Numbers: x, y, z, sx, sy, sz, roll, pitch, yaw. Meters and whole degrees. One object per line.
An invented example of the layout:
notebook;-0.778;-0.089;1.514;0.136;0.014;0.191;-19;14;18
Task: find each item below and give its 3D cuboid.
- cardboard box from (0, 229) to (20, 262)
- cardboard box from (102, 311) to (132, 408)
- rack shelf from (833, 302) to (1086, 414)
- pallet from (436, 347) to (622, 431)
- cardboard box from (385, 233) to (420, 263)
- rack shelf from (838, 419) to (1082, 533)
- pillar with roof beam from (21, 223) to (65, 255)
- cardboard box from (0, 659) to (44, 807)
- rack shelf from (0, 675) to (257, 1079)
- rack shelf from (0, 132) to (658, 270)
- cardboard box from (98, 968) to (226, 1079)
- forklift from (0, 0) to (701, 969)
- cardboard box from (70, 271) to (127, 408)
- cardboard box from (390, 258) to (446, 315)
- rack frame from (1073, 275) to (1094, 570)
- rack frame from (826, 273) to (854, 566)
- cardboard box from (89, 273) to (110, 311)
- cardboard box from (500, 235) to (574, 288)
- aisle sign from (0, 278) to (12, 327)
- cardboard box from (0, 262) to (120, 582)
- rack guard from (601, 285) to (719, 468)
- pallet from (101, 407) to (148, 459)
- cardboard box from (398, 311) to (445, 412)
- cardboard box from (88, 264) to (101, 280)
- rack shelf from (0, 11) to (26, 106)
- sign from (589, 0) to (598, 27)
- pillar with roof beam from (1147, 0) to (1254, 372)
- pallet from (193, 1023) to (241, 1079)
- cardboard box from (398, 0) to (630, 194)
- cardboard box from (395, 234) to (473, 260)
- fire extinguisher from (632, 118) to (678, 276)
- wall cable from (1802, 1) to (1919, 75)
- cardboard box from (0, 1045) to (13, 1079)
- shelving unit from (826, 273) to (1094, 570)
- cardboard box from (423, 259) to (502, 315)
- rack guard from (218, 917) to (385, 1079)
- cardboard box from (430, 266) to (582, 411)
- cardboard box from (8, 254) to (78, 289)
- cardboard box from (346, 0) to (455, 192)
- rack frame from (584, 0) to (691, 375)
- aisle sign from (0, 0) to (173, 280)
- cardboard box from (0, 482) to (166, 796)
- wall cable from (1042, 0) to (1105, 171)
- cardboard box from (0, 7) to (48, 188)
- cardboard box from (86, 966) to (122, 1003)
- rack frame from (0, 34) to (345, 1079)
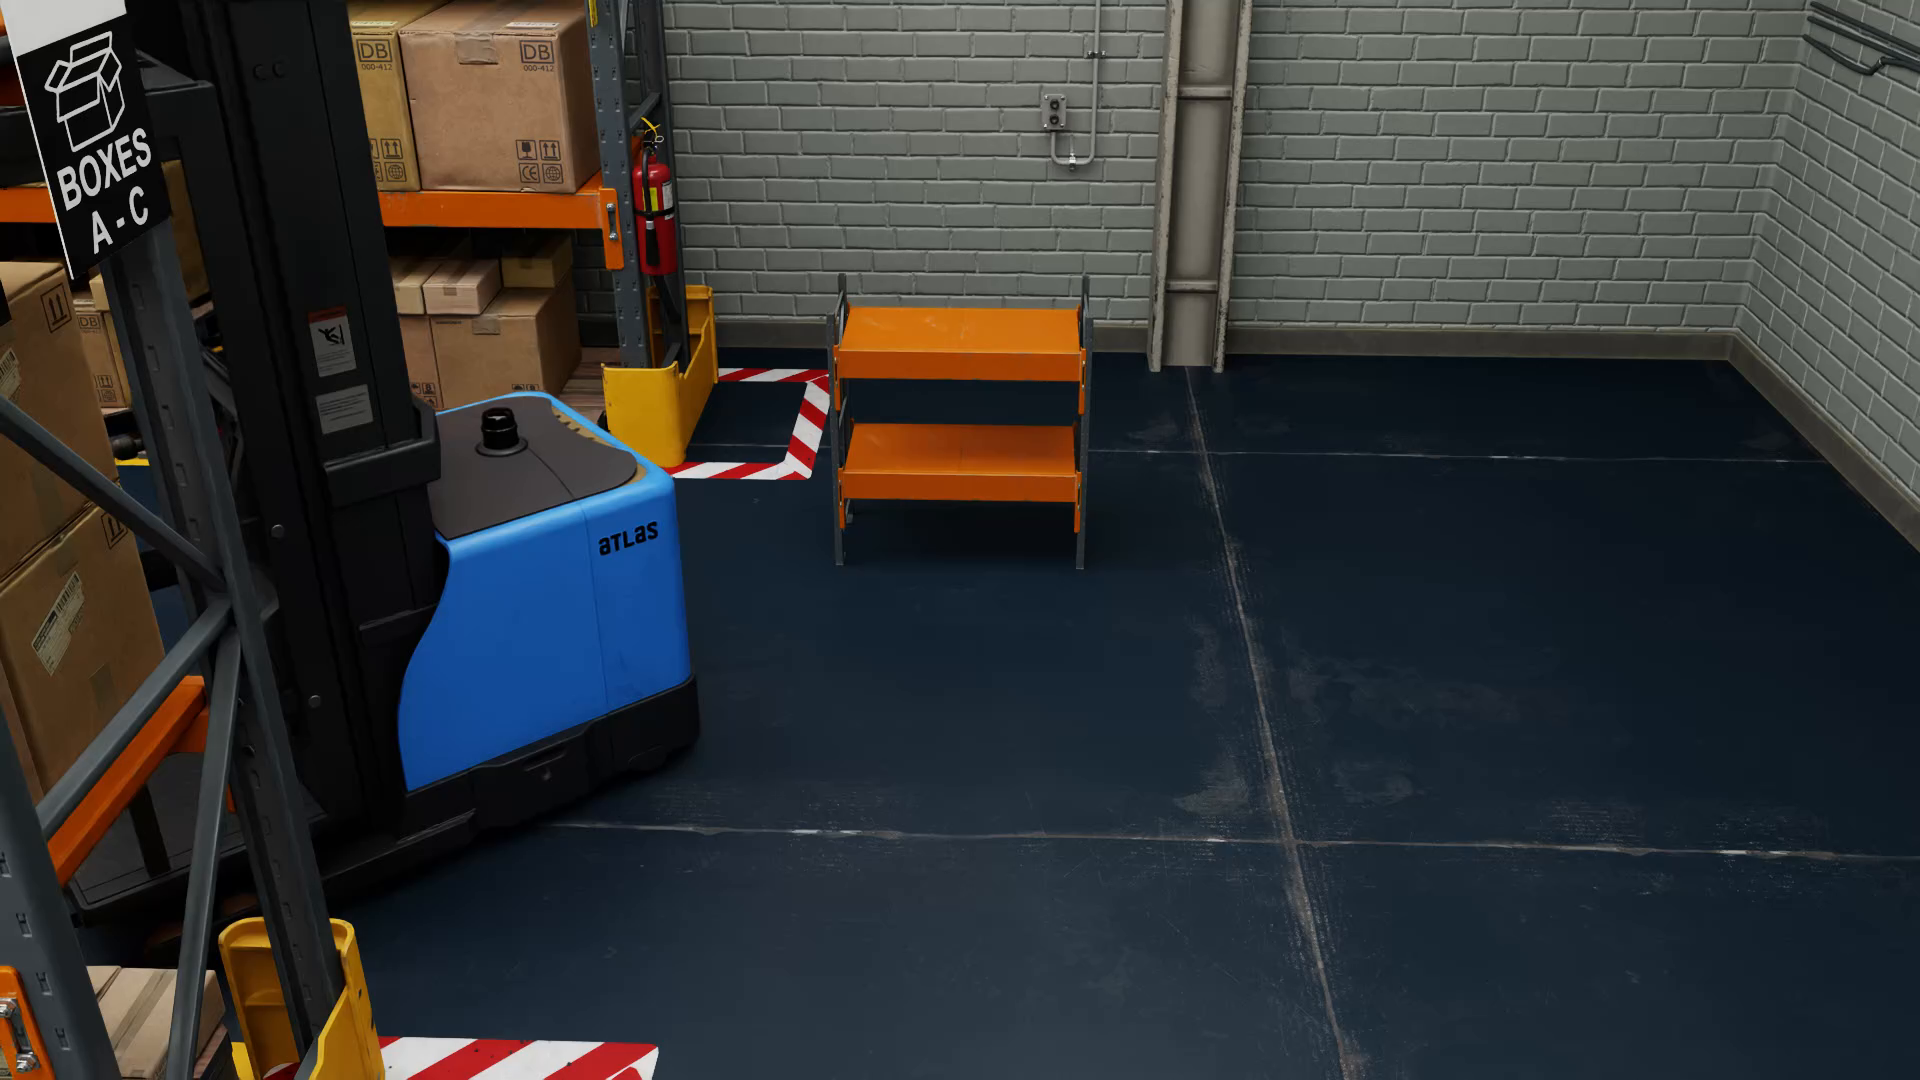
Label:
cardboard box;-4.892;-1.412;8.239;0.250;0.149;0.380;1;28;1
cardboard box;-3.739;-1.011;8.175;0.500;0.500;0.700;2;28;3
rack shelf;0.007;-0.755;6.849;1.000;0.278;0.538;1;28;2
pallet;-2.302;-0.688;8.322;1.213;0.211;1.003;1;28;2
cardboard box;-2.828;-1.380;8.178;0.250;0.149;0.380;1;28;2
rack shelf;0.007;-0.281;7.101;1.000;0.278;0.538;1;28;2
pillar with roof beam;-4.920;-3.038;3.374;0.400;9.000;9.100;1;28;2
cardboard box;-2.129;0.451;3.089;0.500;0.500;0.500;2;28;3
rack shelf;-3.670;0.660;3.570;4.000;0.370;1.077;1;28;2
rack shelf;-3.499;-1.659;7.944;4.000;0.370;1.077;1;28;2
cardboard box;-2.078;1.273;4.220;0.250;0.149;0.380;1;28;2
forklift;-2.374;-0.296;4.679;3.031;2.935;1.130;-21;34;-34
cardboard box;-4.252;-1.020;8.193;0.500;0.500;0.700;1;28;1
cardboard box;-2.594;-1.197;7.832;0.250;0.149;0.380;2;28;3
rack frame;0.515;-0.488;6.970;0.032;1.125;0.500;1;28;2
rack frame;-0.501;-0.505;7.002;0.032;1.125;0.500;1;28;2
cardboard box;-3.897;-1.217;7.871;0.250;0.149;0.380;0;28;0
cardboard box;-2.071;-1.367;8.155;0.250;0.149;0.380;1;28;2
aisle sign;-1.614;-0.629;2.458;0.004;0.787;0.394;1;28;2
cardboard box;-2.105;-0.241;3.328;0.500;0.500;0.500;2;28;3
rack guard;-1.476;-0.838;8.298;0.348;0.500;1.175;1;28;2
pallet;-3.518;-0.709;8.363;1.213;0.211;1.003;1;28;2
cardboard box;-2.703;-0.997;8.149;0.500;0.500;0.700;1;28;2
cardboard box;-4.102;-1.400;8.217;0.250;0.149;0.380;0;28;0
rack shelf;-3.670;-0.665;2.867;4.000;0.370;1.077;1;28;2
sign;-1.533;-2.306;6.908;0.005;0.325;0.100;1;28;2
pillar with roof beam;1.077;-2.939;3.187;0.400;9.000;9.100;1;28;2
pallet;-2.544;1.594;4.019;1.213;0.211;1.003;1;28;2
cardboard box;-2.010;-2.080;7.650;0.700;0.700;0.980;2;28;4
cardboard box;-2.578;-1.375;8.170;0.250;0.149;0.380;1;28;2
fire extinguisher;-1.366;-1.526;7.407;0.183;0.674;0.296;1;28;2
wall cable;4.140;-2.961;6.544;0.112;2.526;3.097;1;28;2
cardboard box;-2.223;1.392;3.621;0.500;0.500;0.500;1;28;2
shelving unit;0.007;-0.497;6.986;1.048;1.125;0.538;1;28;2
cardboard box;-2.338;-1.193;7.825;0.250;0.149;0.380;1;28;1
rack guard;-1.747;1.479;3.927;0.348;0.500;1.175;1;28;2
cardboard box;-2.203;-0.989;8.134;0.500;0.500;0.700;1;28;2
cardboard box;-4.418;-1.226;7.888;0.250;0.149;0.380;2;28;4
cardboard box;-2.738;-2.086;7.663;0.700;0.700;0.980;1;28;1
rack frame;-1.500;-1.943;7.713;0.127;3.000;1.000;1;28;2
aisle sign;-1.593;-0.909;2.987;0.004;0.787;0.394;1;28;2
cardboard box;-2.105;0.201;3.562;0.500;0.500;0.500;2;28;3
wall cable;-0.187;-2.814;8.271;1.851;1.984;0.084;1;28;2
cardboard box;-4.227;-2.111;7.709;0.700;0.700;0.980;0;28;0
cardboard box;-2.328;1.261;4.224;0.250;0.166;0.380;1;28;2
rack frame;-1.671;0.374;3.342;0.053;2.616;0.949;1;28;2
